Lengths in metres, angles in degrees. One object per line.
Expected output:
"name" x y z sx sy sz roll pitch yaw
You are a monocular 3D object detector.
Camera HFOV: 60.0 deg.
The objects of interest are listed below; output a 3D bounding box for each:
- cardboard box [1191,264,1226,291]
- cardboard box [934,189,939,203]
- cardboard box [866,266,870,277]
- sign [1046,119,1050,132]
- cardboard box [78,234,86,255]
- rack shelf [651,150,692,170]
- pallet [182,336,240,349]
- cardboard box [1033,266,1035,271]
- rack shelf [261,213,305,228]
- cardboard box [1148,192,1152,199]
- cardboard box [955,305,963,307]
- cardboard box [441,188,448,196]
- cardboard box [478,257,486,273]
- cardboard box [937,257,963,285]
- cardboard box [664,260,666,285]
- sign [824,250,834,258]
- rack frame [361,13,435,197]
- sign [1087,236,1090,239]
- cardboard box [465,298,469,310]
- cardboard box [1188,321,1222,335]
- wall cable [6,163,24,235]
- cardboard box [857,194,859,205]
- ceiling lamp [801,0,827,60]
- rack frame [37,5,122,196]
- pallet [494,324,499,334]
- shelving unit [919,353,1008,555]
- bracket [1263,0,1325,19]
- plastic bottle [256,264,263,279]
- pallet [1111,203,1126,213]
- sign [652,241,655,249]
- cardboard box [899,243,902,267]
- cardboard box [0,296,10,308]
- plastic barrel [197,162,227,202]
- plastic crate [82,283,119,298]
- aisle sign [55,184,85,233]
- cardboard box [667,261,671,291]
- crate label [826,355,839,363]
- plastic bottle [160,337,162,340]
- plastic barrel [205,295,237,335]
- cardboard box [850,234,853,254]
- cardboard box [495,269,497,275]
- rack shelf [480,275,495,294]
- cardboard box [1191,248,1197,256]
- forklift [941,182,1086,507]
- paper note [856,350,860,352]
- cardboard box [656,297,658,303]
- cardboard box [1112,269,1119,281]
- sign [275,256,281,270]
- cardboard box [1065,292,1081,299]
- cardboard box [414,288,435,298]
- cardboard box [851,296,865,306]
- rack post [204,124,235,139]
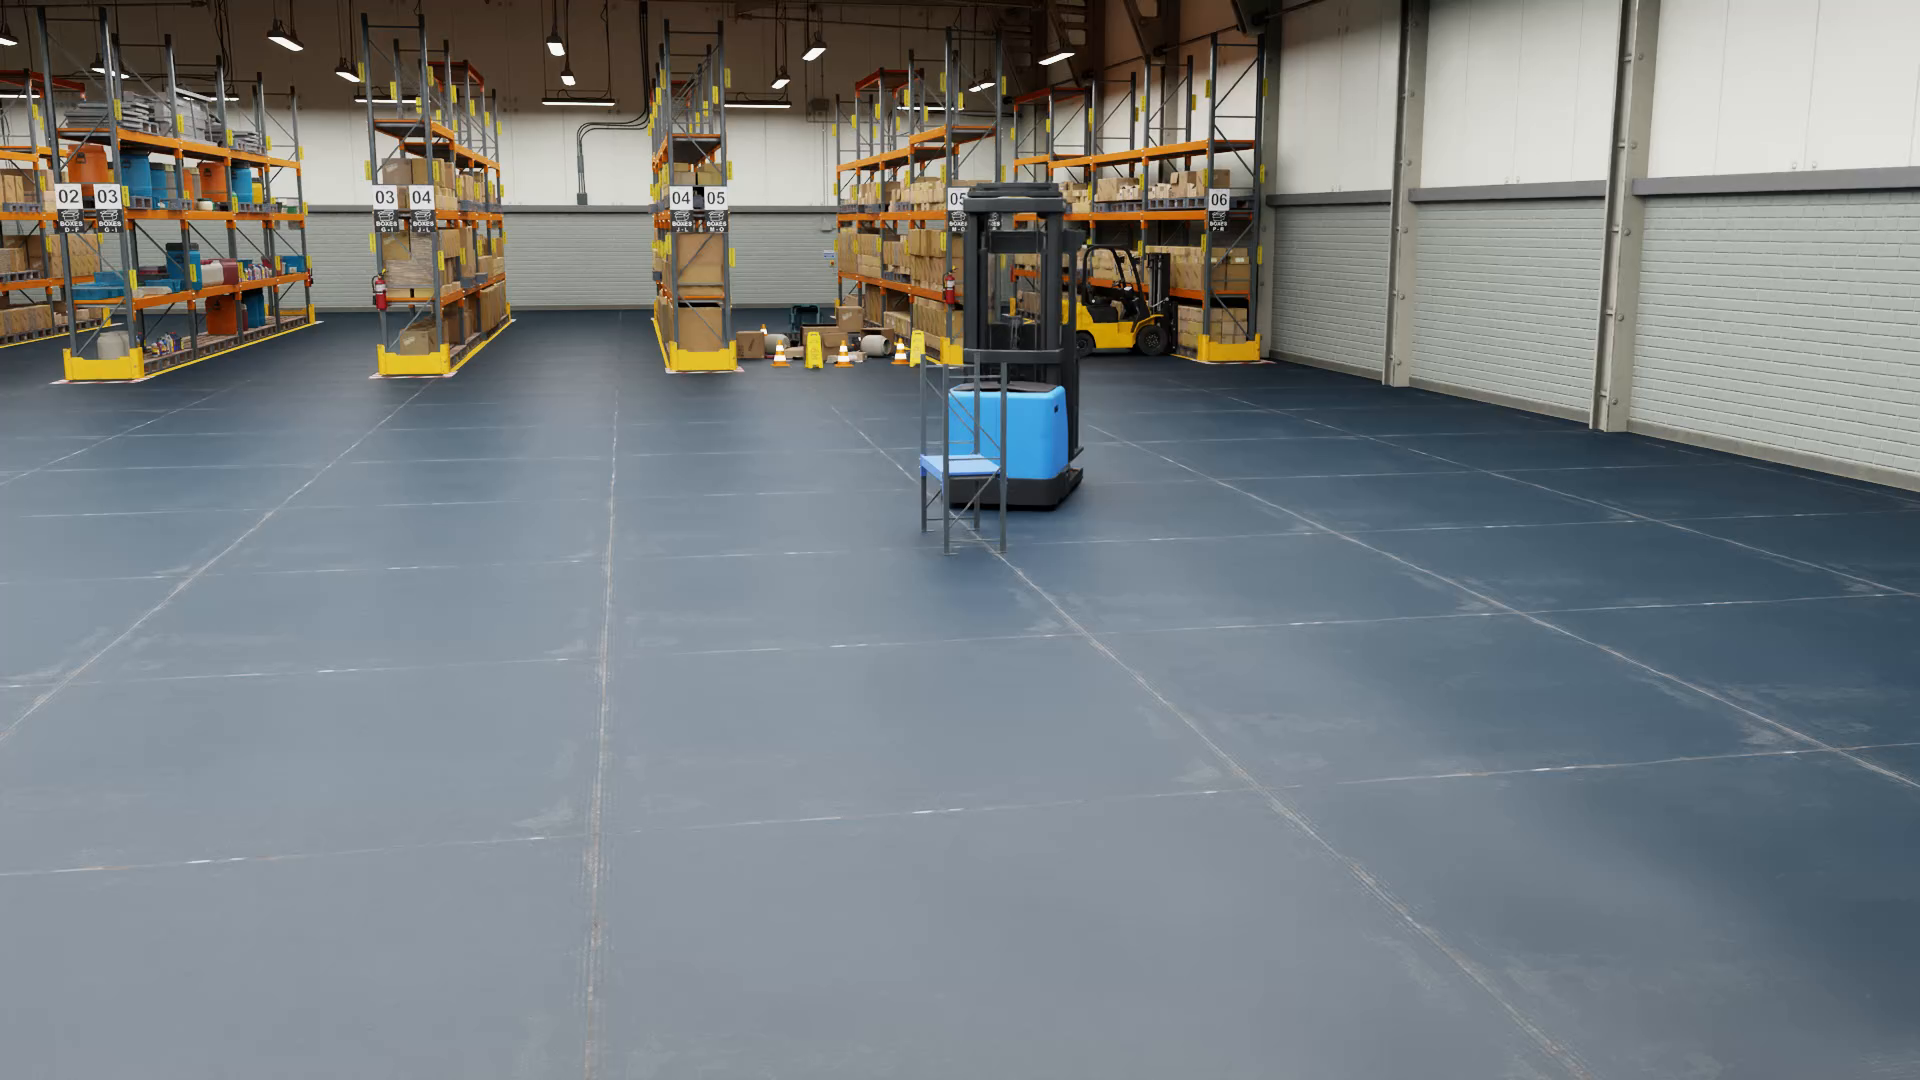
"cardboard box" 4.762 -5.037 31.870 0.500 0.500 0.500 -2 11 -12
"cardboard box" -0.200 -6.449 31.138 0.500 0.250 0.500 -2 11 -12
"cardboard box" -1.986 -6.481 40.127 0.500 0.250 0.500 -2 11 -12
"sign" 2.246 -10.536 42.277 0.100 0.325 0.005 -2 11 -11
"cardboard box" -21.743 -7.221 40.674 0.500 0.500 0.500 -2 11 -9
"rack shelf" -7.312 -9.687 42.457 1.077 0.370 4.000 -2 11 -11
"pallet" -15.775 -4.139 34.879 1.003 0.211 1.213 -2 11 -11
"cardboard box" 2.189 -7.317 44.791 0.380 0.149 0.250 -2 11 -11
"rack shelf" -17.055 -7.873 40.940 1.077 0.370 4.000 -2 11 -11
"cardboard box" 4.127 -7.153 34.513 0.380 0.149 0.250 -2 11 -10
"cardboard box" 0.048 -4.398 33.005 0.500 0.500 0.500 -2 11 -8
"cardboard box" -9.644 -6.404 30.633 0.380 0.149 0.250 -2 11 -8
"cardboard box" -11.063 -6.169 37.819 0.500 0.500 0.500 -2 11 -12
"cardboard box" -0.129 -5.011 30.936 0.500 0.500 0.500 -2 11 -12
"cardboard box" -5.927 -5.581 34.730 0.500 0.500 0.500 -2 11 -10
"sign" -4.044 -8.836 51.374 0.327 0.218 0.001 -2 11 -11
"rack frame" -9.474 -7.312 28.049 1.000 3.000 0.127 -2 11 -11
"sign" 3.325 -7.697 43.019 0.100 0.325 0.005 -2 11 -11
"cardboard box" -10.870 -5.067 35.801 0.500 0.250 0.500 -2 11 -9
"cardboard box" 4.714 -4.086 32.035 0.500 0.250 0.500 -2 11 -12
"wall cable" -27.911 -9.232 46.436 3.097 2.526 0.112 -2 11 -11
"cardboard box" -2.333 -8.436 41.210 0.396 0.266 0.258 -2 11 -12
"ceiling lamp" -2.647 -11.170 32.704 0.800 3.185 2.000 -2 11 -11
"rack frame" -14.332 -7.132 27.102 1.000 3.000 0.127 -2 11 -11
"pallet" -11.584 -5.058 39.704 1.003 0.211 1.213 -2 11 -11
"shelving unit" 0.017 -0.721 13.474 0.538 1.500 1.048 -2 11 -11
"bracket" 6.101 -9.218 28.434 0.076 0.066 4.783 -2 11 -11
"plastic bottle" -16.130 -6.171 38.230 0.144 0.351 0.185 -2 11 -11
"pallet" 3.999 -7.429 37.187 1.003 0.211 1.213 -2 11 -8
"sign" -8.233 -7.867 44.693 0.100 0.325 0.005 -2 11 -11
"cardboard box" -1.038 -6.123 35.658 0.500 0.500 0.500 -2 11 -9
"cardboard box" -21.476 -5.282 36.930 0.500 0.250 0.500 -2 11 -11
"plastic barrel" -15.995 -7.648 35.560 0.600 0.830 0.708 -2 11 -11
"plastic crate" -14.844 -4.312 28.729 0.499 0.251 0.408 -2 11 -11
"aisle sign" -14.609 -5.438 27.294 0.394 0.787 0.004 -2 11 -11
"cardboard box" -5.164 -5.064 31.878 0.875 0.550 0.550 -2 11 -11
"crate label" -2.338 -3.391 31.144 0.250 0.136 0.298 -9 14 -40
"plastic bottle" -14.697 -3.590 30.624 0.061 0.283 0.133 -2 11 -11
"plastic barrel" -16.000 -4.882 36.004 0.600 0.830 0.708 -2 11 -11
"cardboard box" -2.540 -7.637 42.856 0.500 0.500 0.500 -2 11 -12
"cardboard box" -11.642 -6.606 41.052 0.380 0.149 0.250 -2 11 -9
"rack shelf" -11.419 -5.846 38.313 1.077 0.370 4.000 -2 11 -11
"cardboard box" 4.683 -5.570 32.141 0.380 0.149 0.250 -2 11 -10
"forklift" 0.621 -1.971 16.211 1.130 2.935 3.031 2 11 11
"paper note" -2.101 -3.842 33.798 0.148 0.019 0.142 -2 11 -11
"cardboard box" -7.837 -6.354 43.969 0.380 0.149 0.250 -2 11 -11
"cardboard box" 3.705 -5.928 37.223 0.500 0.250 0.500 -2 11 -9
"sign" -16.126 -6.542 39.304 0.100 0.325 0.005 -2 11 -11
"cardboard box" 2.860 -6.138 41.749 0.380 0.149 0.250 -2 11 -11
"cardboard box" -9.295 -4.303 28.953 0.380 0.149 0.250 -2 11 -11
"cardboard box" -2.452 -6.323 44.624 0.875 0.438 0.875 -2 11 -9
"rack post" -16.069 -8.694 35.508 0.954 0.300 0.937 -2 11 -11
